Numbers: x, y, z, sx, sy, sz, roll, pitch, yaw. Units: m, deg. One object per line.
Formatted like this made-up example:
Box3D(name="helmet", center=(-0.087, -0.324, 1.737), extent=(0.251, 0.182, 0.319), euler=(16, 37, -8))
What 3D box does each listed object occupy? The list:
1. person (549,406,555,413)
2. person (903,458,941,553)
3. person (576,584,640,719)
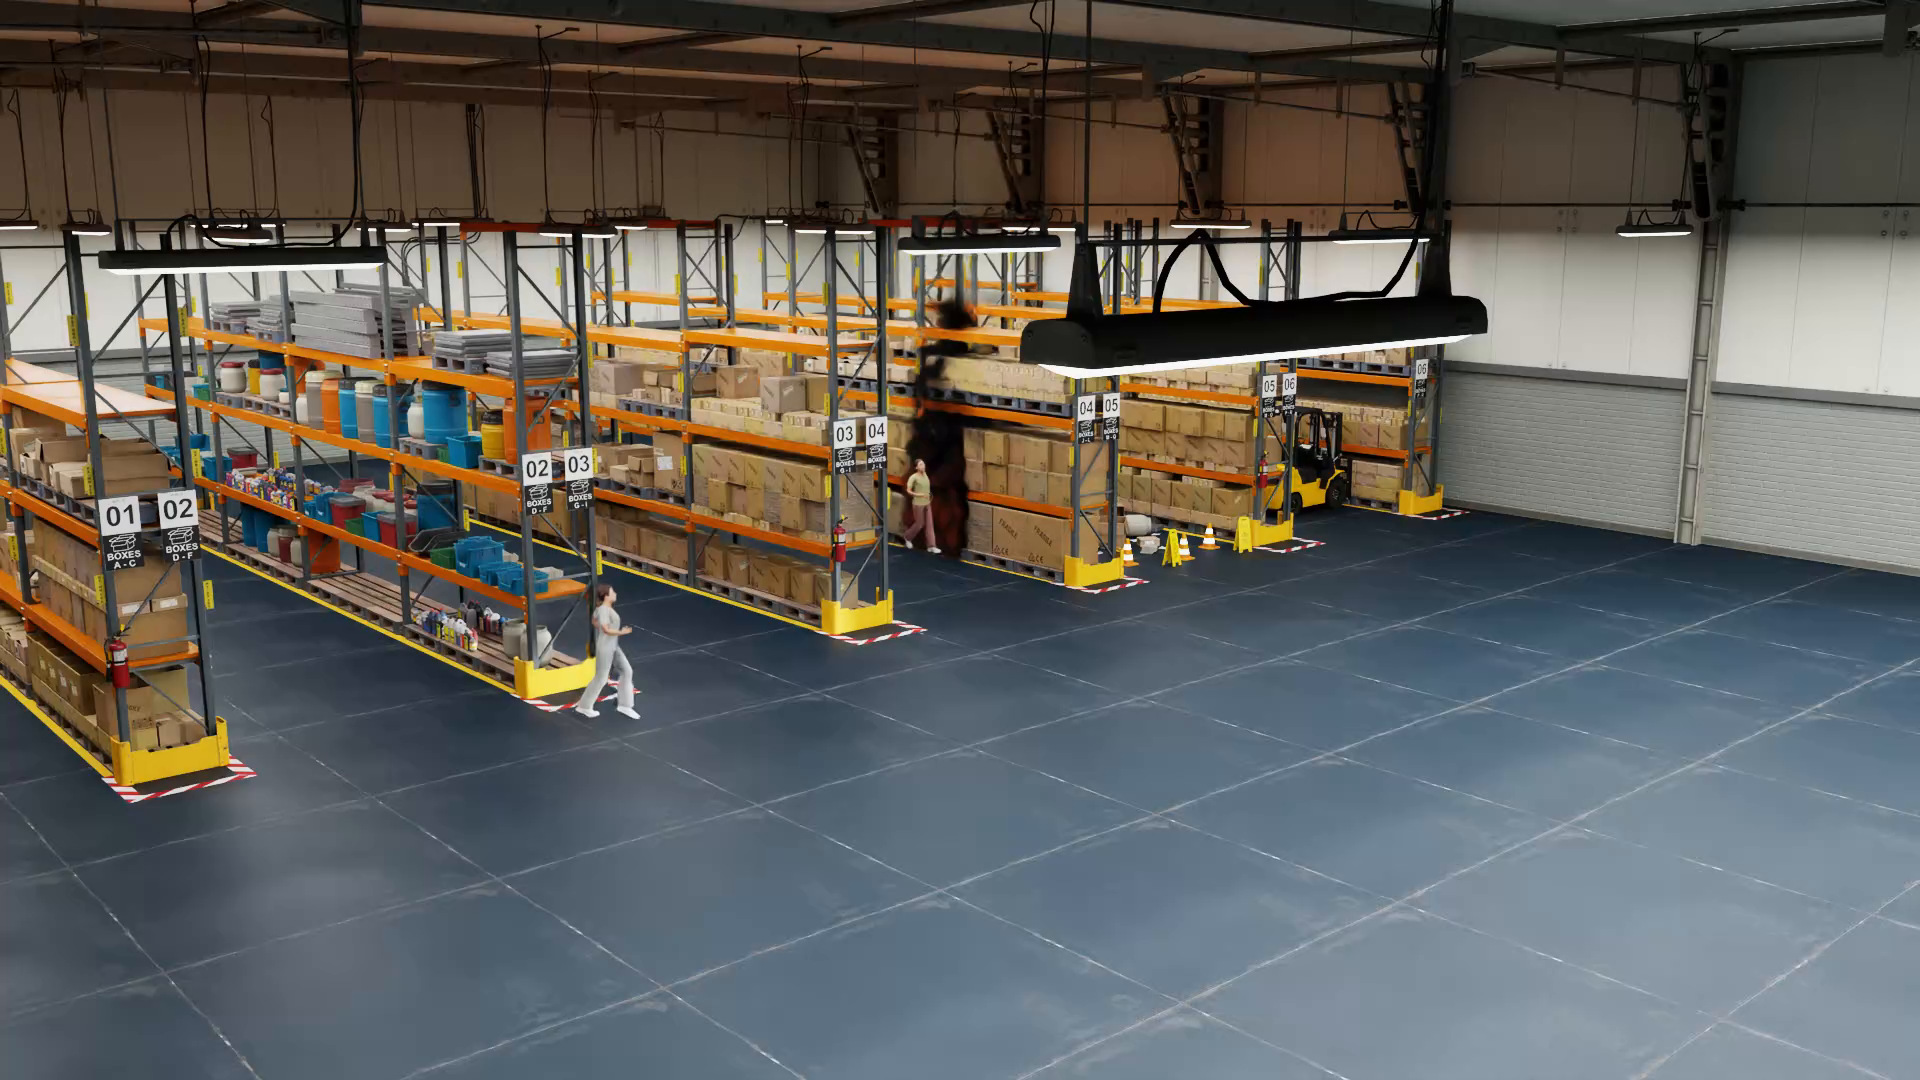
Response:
Box3D(name="person", center=(-9.741, -2.326, 39.144), extent=(0.766, 1.715, 0.728), euler=(2, 12, 11))
Box3D(name="person", center=(-0.648, -0.617, 29.242), extent=(0.592, 1.639, 0.884), euler=(-11, 16, -43))
Box3D(name="person", center=(-4.408, 1.395, 20.741), extent=(0.784, 1.677, 0.592), euler=(-1, 11, -5))
